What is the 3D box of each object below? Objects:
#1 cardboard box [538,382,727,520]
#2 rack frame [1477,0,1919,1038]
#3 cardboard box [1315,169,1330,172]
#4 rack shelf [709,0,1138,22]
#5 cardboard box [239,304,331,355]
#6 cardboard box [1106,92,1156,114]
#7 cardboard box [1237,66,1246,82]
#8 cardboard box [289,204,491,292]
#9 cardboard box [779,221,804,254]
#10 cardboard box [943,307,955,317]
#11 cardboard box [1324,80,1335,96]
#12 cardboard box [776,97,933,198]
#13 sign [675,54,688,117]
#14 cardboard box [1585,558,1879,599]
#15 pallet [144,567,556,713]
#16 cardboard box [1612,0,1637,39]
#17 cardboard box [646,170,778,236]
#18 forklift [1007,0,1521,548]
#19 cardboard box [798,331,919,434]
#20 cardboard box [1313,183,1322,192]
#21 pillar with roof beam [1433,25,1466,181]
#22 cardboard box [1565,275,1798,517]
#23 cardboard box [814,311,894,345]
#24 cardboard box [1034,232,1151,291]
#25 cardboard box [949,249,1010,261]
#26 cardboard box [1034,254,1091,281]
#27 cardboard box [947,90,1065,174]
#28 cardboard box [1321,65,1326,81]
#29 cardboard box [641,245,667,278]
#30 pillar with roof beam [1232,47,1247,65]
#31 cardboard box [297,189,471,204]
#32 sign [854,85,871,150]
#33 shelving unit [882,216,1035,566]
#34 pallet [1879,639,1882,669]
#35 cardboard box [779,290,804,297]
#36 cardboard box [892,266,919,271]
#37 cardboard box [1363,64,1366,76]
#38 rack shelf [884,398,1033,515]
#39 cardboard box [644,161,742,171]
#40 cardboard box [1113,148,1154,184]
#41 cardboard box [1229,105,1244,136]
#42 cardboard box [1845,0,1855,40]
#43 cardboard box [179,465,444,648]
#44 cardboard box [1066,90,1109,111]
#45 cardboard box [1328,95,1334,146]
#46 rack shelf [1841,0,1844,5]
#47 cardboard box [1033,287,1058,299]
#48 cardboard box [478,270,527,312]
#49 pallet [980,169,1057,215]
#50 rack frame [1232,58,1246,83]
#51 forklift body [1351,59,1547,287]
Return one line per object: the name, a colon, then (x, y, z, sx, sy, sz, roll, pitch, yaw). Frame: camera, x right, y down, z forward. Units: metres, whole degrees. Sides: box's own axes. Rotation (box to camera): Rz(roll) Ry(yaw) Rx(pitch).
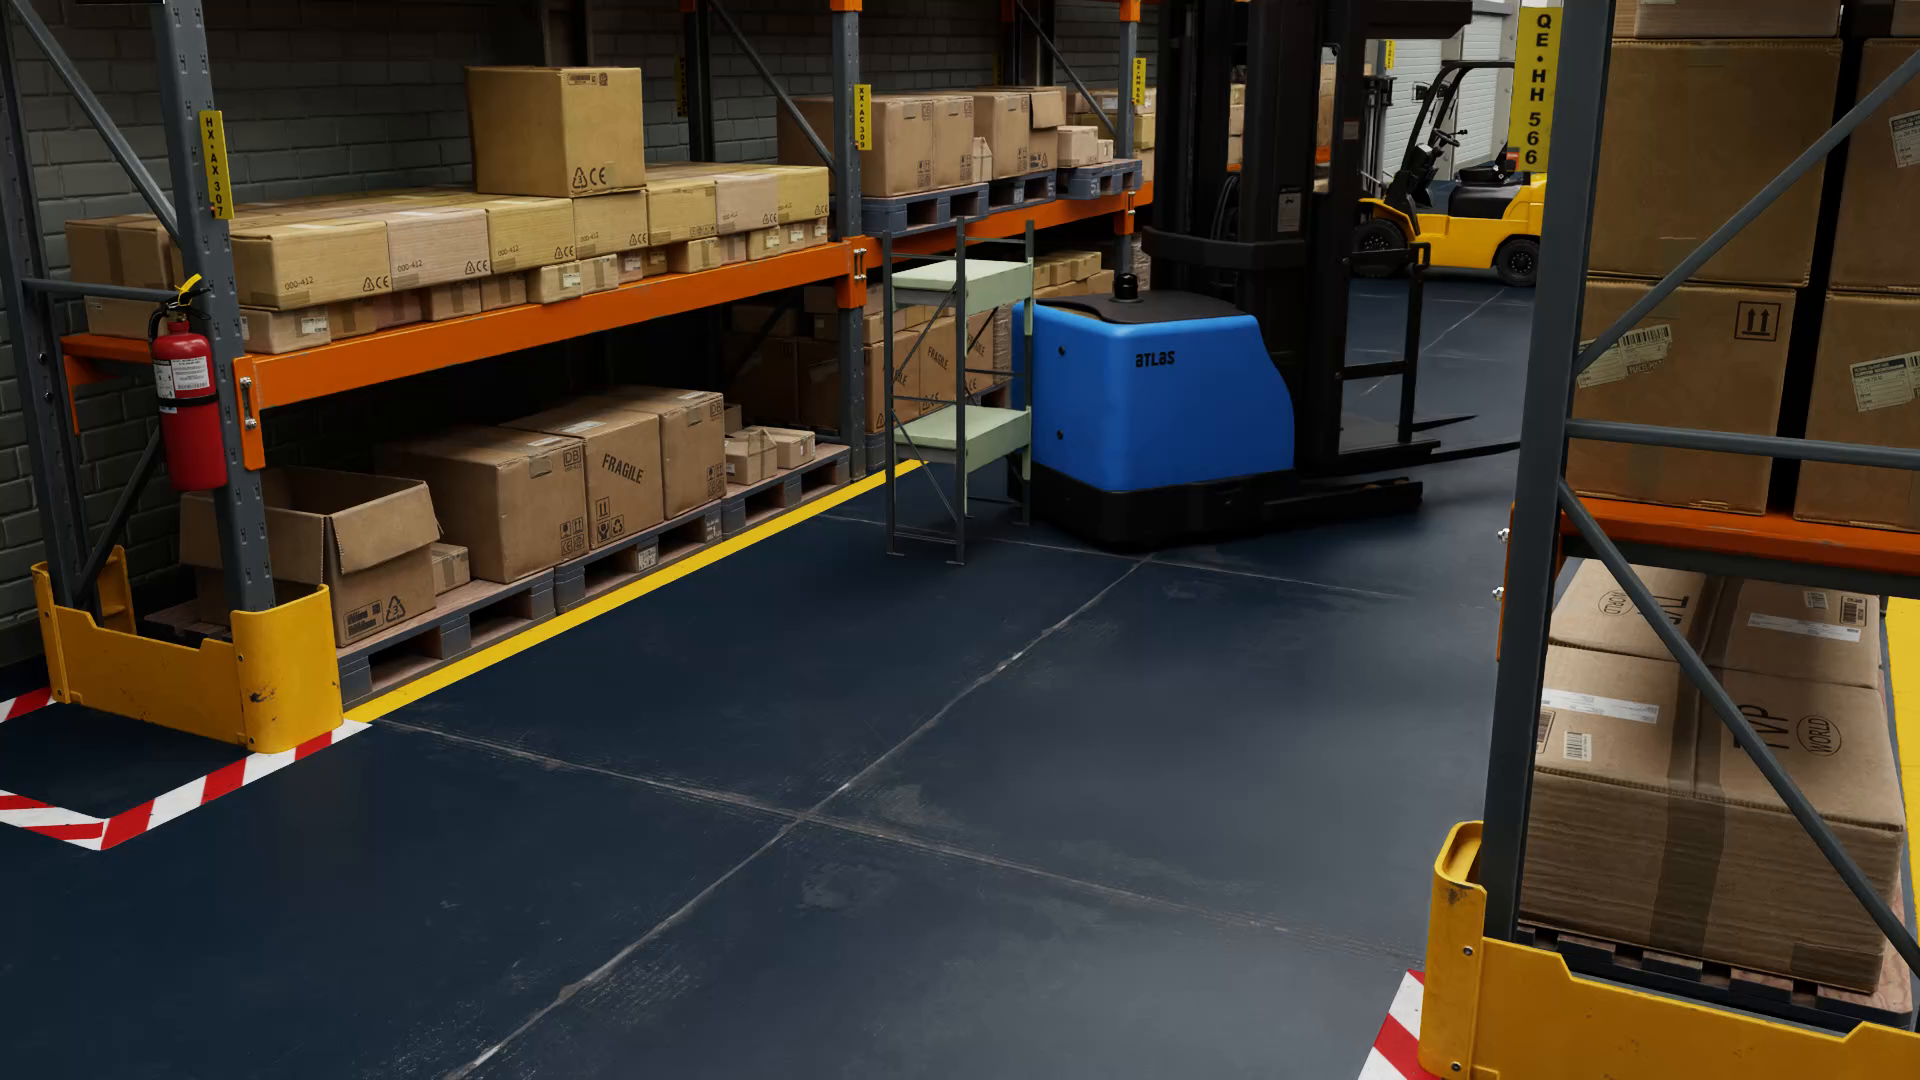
cardboard box: (-1.541, -0.433, 7.868, 0.700, 0.500, 0.500, 7, 18, 23)
rack frame: (1.663, -0.179, 3.358, 1.000, 3.000, 0.127, 8, 18, 25)
cardboard box: (4.220, -3.960, 18.423, 0.500, 0.250, 0.500, 8, 19, 26)
rack shelf: (-0.099, -3.431, 10.302, 1.077, 0.370, 4.000, 8, 18, 25)
cardboard box: (-2.387, -0.738, 5.682, 0.380, 0.149, 0.250, 8, 18, 25)
cardboard box: (1.319, -3.318, 12.612, 0.380, 0.149, 0.250, 9, 19, 27)
cardboard box: (2.604, -4.546, 16.224, 0.380, 0.149, 0.250, 8, 18, 24)
cardboard box: (-2.111, -1.090, 6.167, 0.500, 0.250, 0.500, 8, 18, 26)
cardboard box: (-1.006, -1.525, 8.333, 0.380, 0.149, 0.250, 9, 19, 27)
cardboard box: (-0.180, -1.478, 10.244, 0.380, 0.149, 0.250, 8, 18, 25)
cardboard box: (3.669, -4.664, 17.144, 0.380, 0.149, 0.250, 8, 18, 24)
cardboard box: (-0.576, -2.172, 9.157, 0.700, 0.500, 0.500, 9, 19, 27)
sign: (-1.490, -2.453, 8.982, 0.100, 0.325, 0.005, 8, 18, 25)
cardboard box: (2.674, 0.204, 5.833, 0.875, 0.438, 0.875, 8, 18, 24)
pallet: (-2.390, 0.305, 6.628, 1.003, 0.211, 1.213, 8, 18, 25)
cardboard box: (1.776, -1.278, 3.988, 0.380, 0.149, 0.250, 8, 18, 25)
cardboard box: (-1.212, -1.609, 7.914, 0.500, 0.250, 0.500, 8, 18, 26)
forklift: (1.790, -1.646, 8.417, 3.031, 2.935, 1.130, -8, 19, -26)
cardboard box: (-0.575, -0.926, 9.526, 0.500, 0.500, 0.500, 9, 19, 28)
cardboard box: (3.317, -3.441, 16.676, 0.500, 0.250, 0.500, 8, 18, 25)
pillar with roof beam: (12.466, -10.207, 26.585, 9.100, 9.000, 0.400, 8, 18, 25)
cardboard box: (1.641, -0.383, 3.871, 0.500, 0.500, 0.500, 8, 18, 26)
cardboard box: (-0.594, -1.200, 9.309, 0.380, 0.149, 0.250, 9, 19, 28)
cardboard box: (1.086, -2.067, 13.149, 0.875, 0.625, 0.625, 9, 19, 27)
cardboard box: (0.140, -2.004, 12.016, 0.380, 0.149, 0.250, 9, 19, 27)
cardboard box: (0.707, -1.930, 11.766, 0.380, 0.149, 0.250, 7, 18, 23)
cardboard box: (0.231, -2.659, 10.789, 0.797, 0.503, 0.637, 8, 18, 24)
cardboard box: (3.495, -4.749, 16.909, 0.380, 0.149, 0.250, 8, 18, 25)
cardboard box: (-1.546, -1.273, 7.482, 0.380, 0.149, 0.250, 8, 18, 26)
pillar with roof beam: (7.104, -7.150, 16.294, 9.100, 9.000, 0.400, 8, 18, 25)
cardboard box: (-2.355, -1.288, 6.833, 0.500, 0.250, 0.500, 9, 19, 27)
sign: (-0.503, -2.176, 8.563, 0.100, 0.325, 0.005, 8, 18, 25)
shelving unit: (0.003, -0.721, 7.817, 0.431, 1.500, 0.755, 8, 18, 25)
pallet: (3.040, 0.323, 6.567, 1.003, 0.211, 1.213, 8, 18, 25)
cardboard box: (-0.872, -1.403, 9.995, 0.380, 0.149, 0.250, 8, 18, 26)
cardboard box: (-0.247, -1.732, 11.100, 0.380, 0.149, 0.250, 8, 18, 26)
cardboard box: (4.223, -5.131, 18.196, 0.380, 0.149, 0.250, 9, 19, 27)
rack shelf: (0.003, -0.408, 7.909, 0.431, 0.370, 0.720, 8, 18, 25)
cardboard box: (-1.455, -1.807, 8.582, 0.500, 0.250, 0.500, 8, 18, 25)
cardboard box: (1.212, -2.857, 12.639, 0.500, 0.250, 0.500, 8, 18, 26)
cardboard box: (2.135, -3.615, 14.312, 0.500, 0.250, 0.500, 8, 19, 26)
cardboard box: (3.165, -1.735, 5.525, 0.380, 0.149, 0.250, 8, 18, 25)
cardboard box: (-2.422, 0.042, 6.261, 0.797, 0.503, 0.637, 7, 18, 23)
cardboard box: (0.947, -3.454, 13.069, 0.380, 0.149, 0.250, 8, 18, 25)
cardboard box: (3.701, -4.383, 17.338, 0.500, 0.500, 0.500, 8, 18, 26)
rack shelf: (7.918, -4.838, 15.040, 1.077, 0.370, 4.000, 8, 18, 25)
cardboard box: (0.334, -1.455, 11.309, 0.500, 0.500, 0.500, 9, 19, 28)
cardboard box: (-1.947, -1.005, 6.580, 0.380, 0.149, 0.250, 8, 19, 26)
pallet: (-0.070, -2.259, 10.700, 1.003, 0.211, 1.213, 8, 18, 25)
rack frame: (2.582, -3.866, 15.772, 1.000, 3.000, 0.127, 8, 18, 25)
forklift body: (5.154, -3.763, 16.916, 2.313, 2.155, 1.214, 8, 18, 25)
